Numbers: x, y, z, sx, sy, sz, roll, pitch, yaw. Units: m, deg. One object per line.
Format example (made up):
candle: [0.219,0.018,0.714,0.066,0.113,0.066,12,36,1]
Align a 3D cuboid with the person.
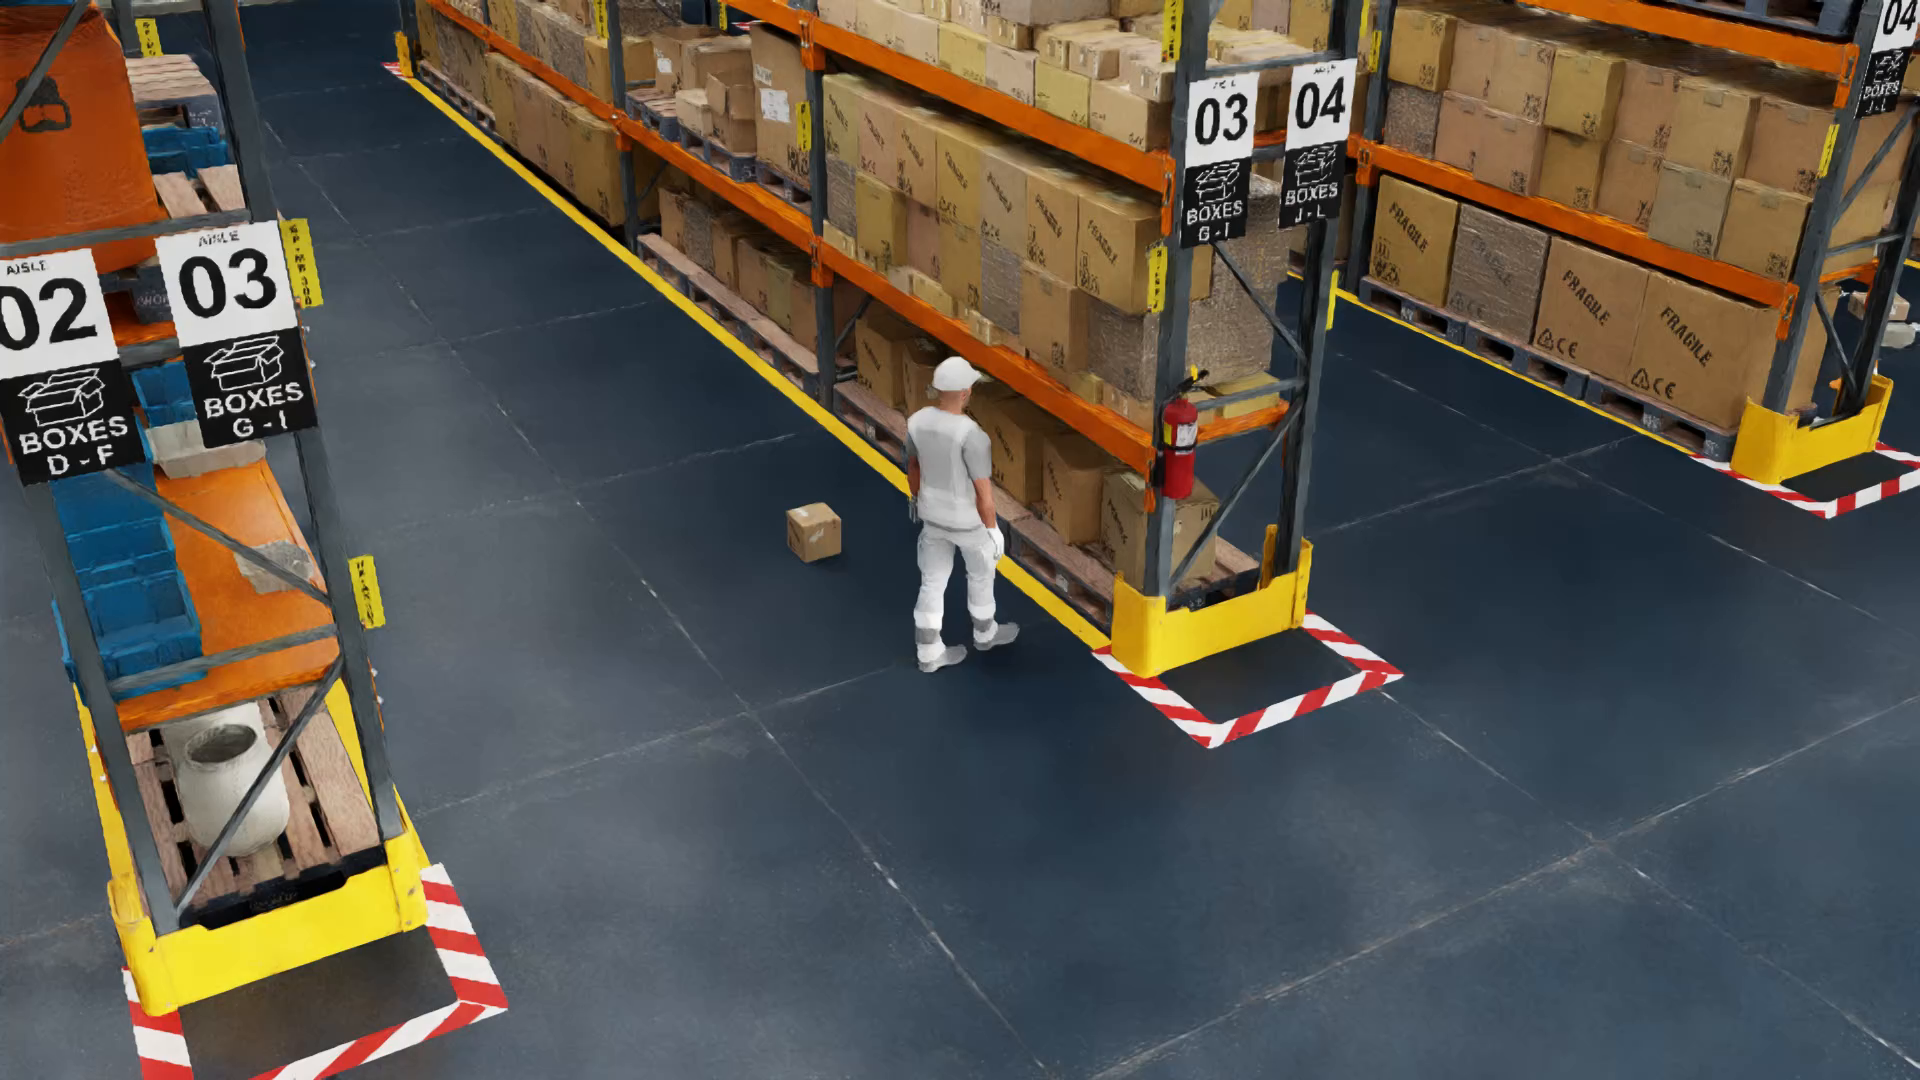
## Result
person: [0.026,-0.167,8.827,0.664,1.786,0.615,16,33,27]
